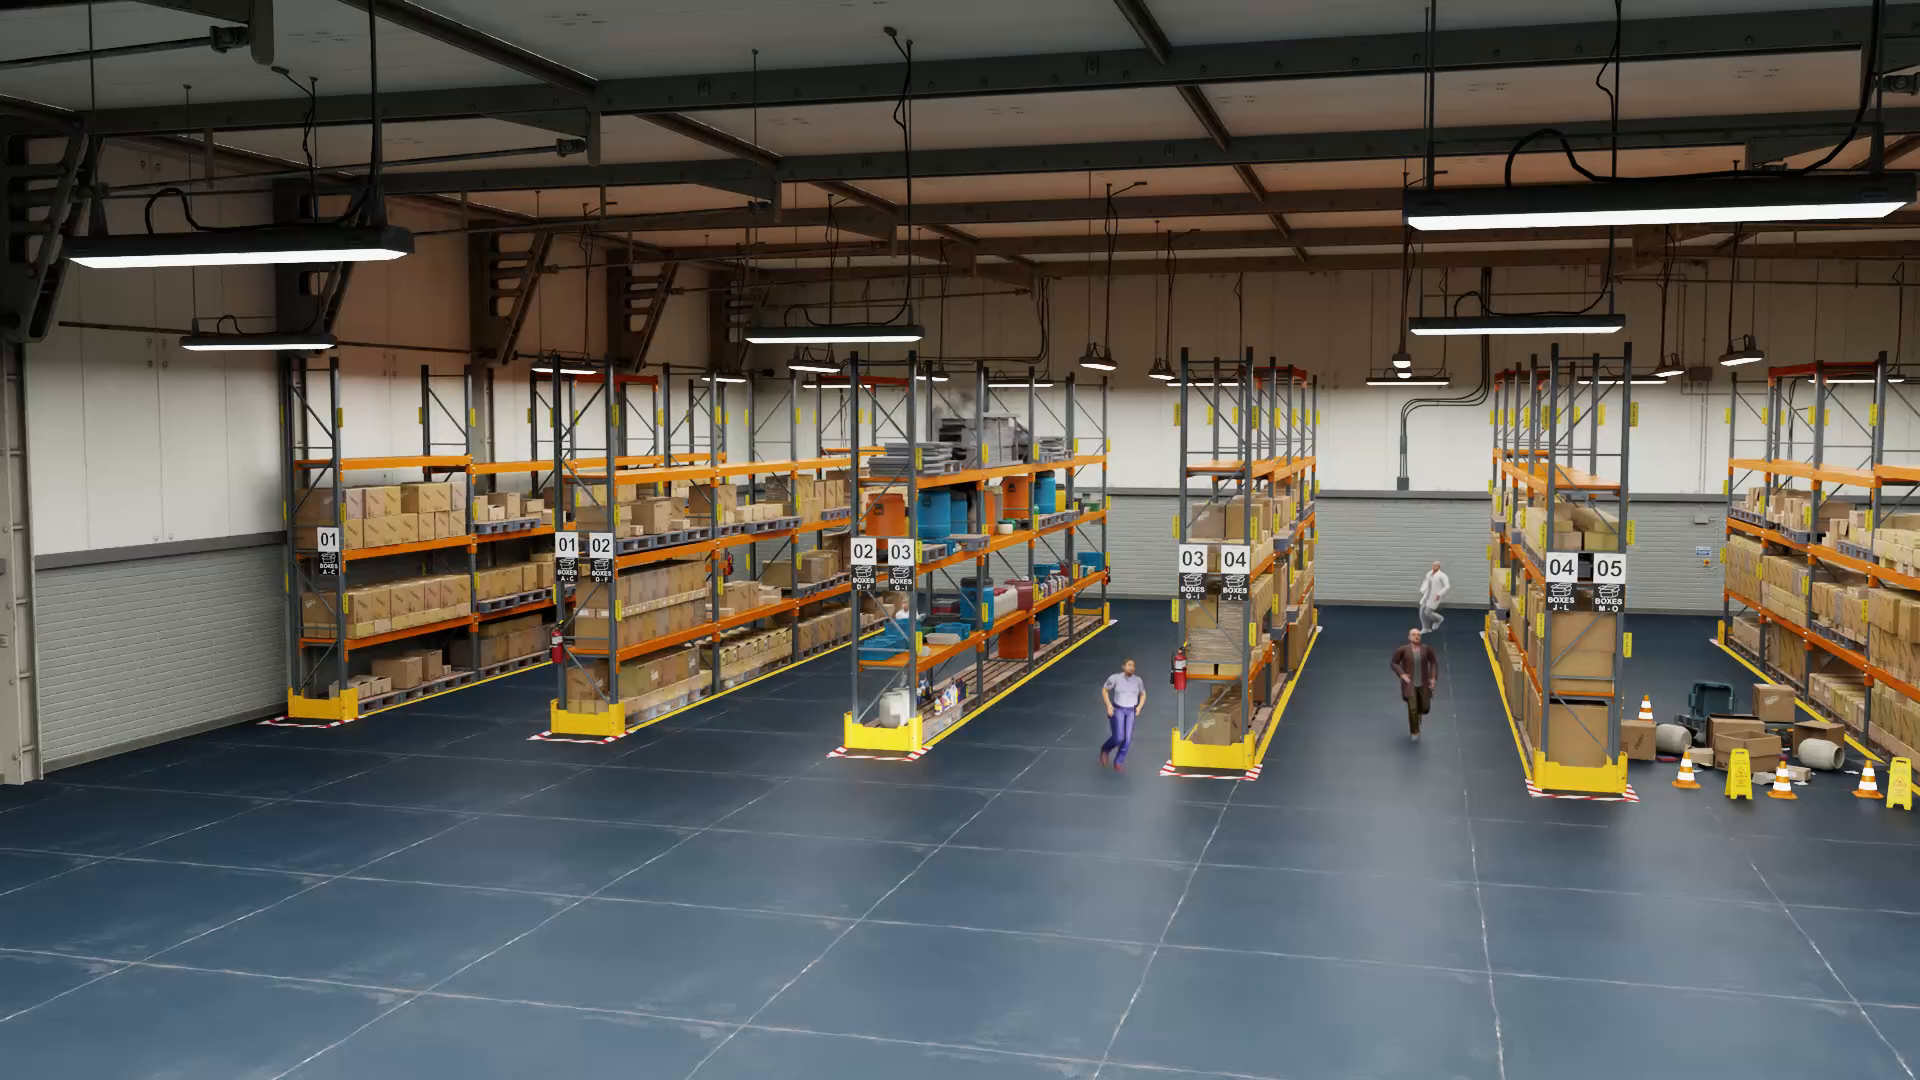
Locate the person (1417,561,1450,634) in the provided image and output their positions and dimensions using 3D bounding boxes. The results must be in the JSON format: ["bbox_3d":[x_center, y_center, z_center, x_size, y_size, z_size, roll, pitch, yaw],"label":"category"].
[{"bbox_3d":[10.981,1.332,38.487,0.600,1.718,0.760,-2,5,-27],"label":"person"}]

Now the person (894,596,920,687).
[{"bbox_3d":[-1.006,1.878,31.214,0.625,1.687,0.700,1,4,16],"label":"person"}]

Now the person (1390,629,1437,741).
[{"bbox_3d":[7.108,2.244,26.032,0.730,1.724,0.717,0,4,-1],"label":"person"}]

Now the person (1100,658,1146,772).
[{"bbox_3d":[2.346,2.491,23.654,0.637,1.632,0.526,-1,4,-14],"label":"person"}]
